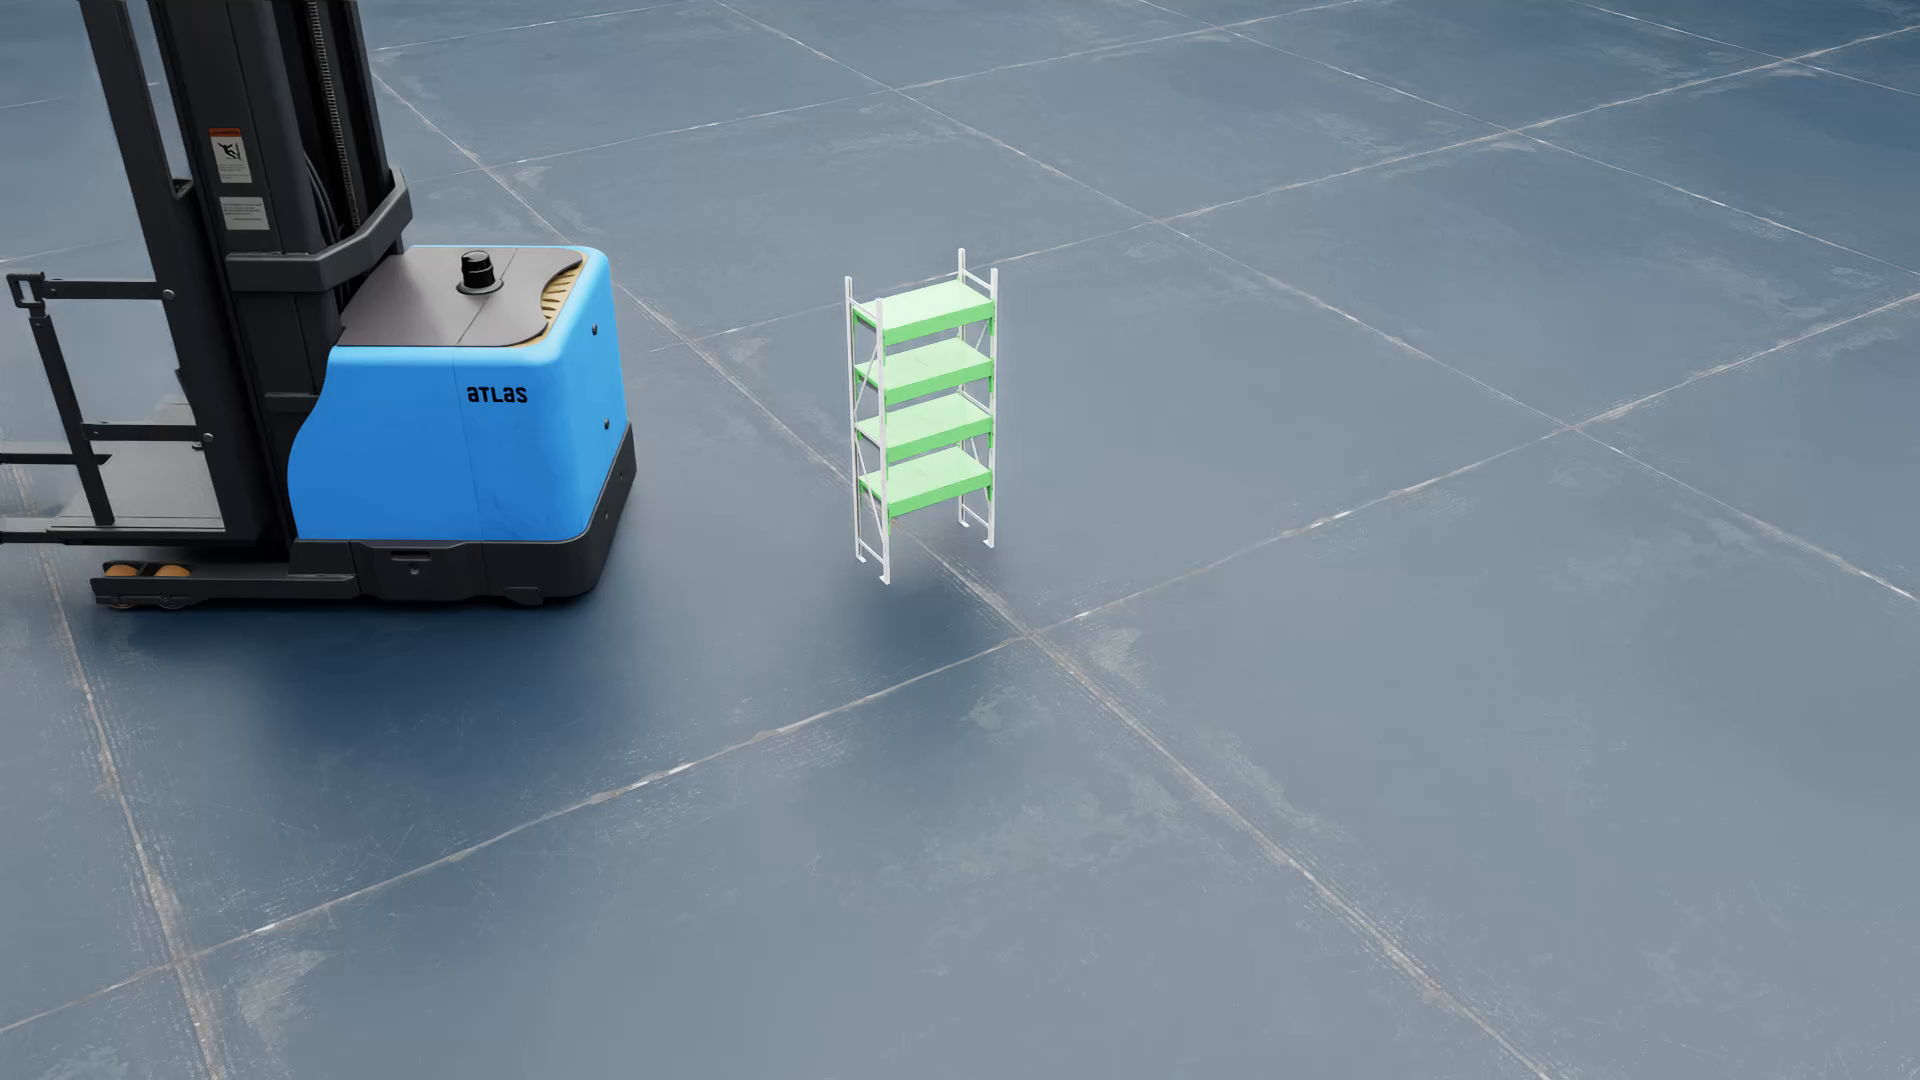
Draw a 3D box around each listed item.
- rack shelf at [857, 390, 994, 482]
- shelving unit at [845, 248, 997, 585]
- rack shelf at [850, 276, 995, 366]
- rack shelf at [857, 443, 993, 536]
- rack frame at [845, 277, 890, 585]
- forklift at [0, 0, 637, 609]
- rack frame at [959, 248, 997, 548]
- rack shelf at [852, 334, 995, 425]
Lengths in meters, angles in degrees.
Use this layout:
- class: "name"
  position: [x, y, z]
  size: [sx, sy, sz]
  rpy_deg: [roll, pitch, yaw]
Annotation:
- class: "rack shelf"
  position: [-0.139, -0.406, 6.388]
  size: [0.480, 0.148, 0.258]
  rpy_deg: [-19, 37, -27]
- class: "shelving unit"
  position: [-0.139, -0.460, 6.354]
  size: [0.503, 1.200, 0.258]
  rpy_deg: [-19, 37, -27]
- class: "rack shelf"
  position: [-0.139, -0.812, 6.132]
  size: [0.480, 0.148, 0.258]
  rpy_deg: [-19, 37, -27]
- class: "rack shelf"
  position: [-0.139, -0.203, 6.516]
  size: [0.480, 0.148, 0.258]
  rpy_deg: [-19, 37, -27]
- class: "rack frame"
  position: [-0.344, -0.389, 6.242]
  size: [0.015, 1.200, 0.240]
  rpy_deg: [-19, 37, -27]
- class: "forklift"
  position: [-2.897, -1.258, 5.997]
  size: [3.031, 2.935, 1.130]
  rpy_deg: [1, 32, 1]
- class: "rack frame"
  position: [0.066, -0.530, 6.466]
  size: [0.015, 1.200, 0.240]
  rpy_deg: [-19, 37, -27]
- class: "rack shelf"
  position: [-0.139, -0.609, 6.260]
  size: [0.480, 0.148, 0.258]
  rpy_deg: [-19, 37, -27]
